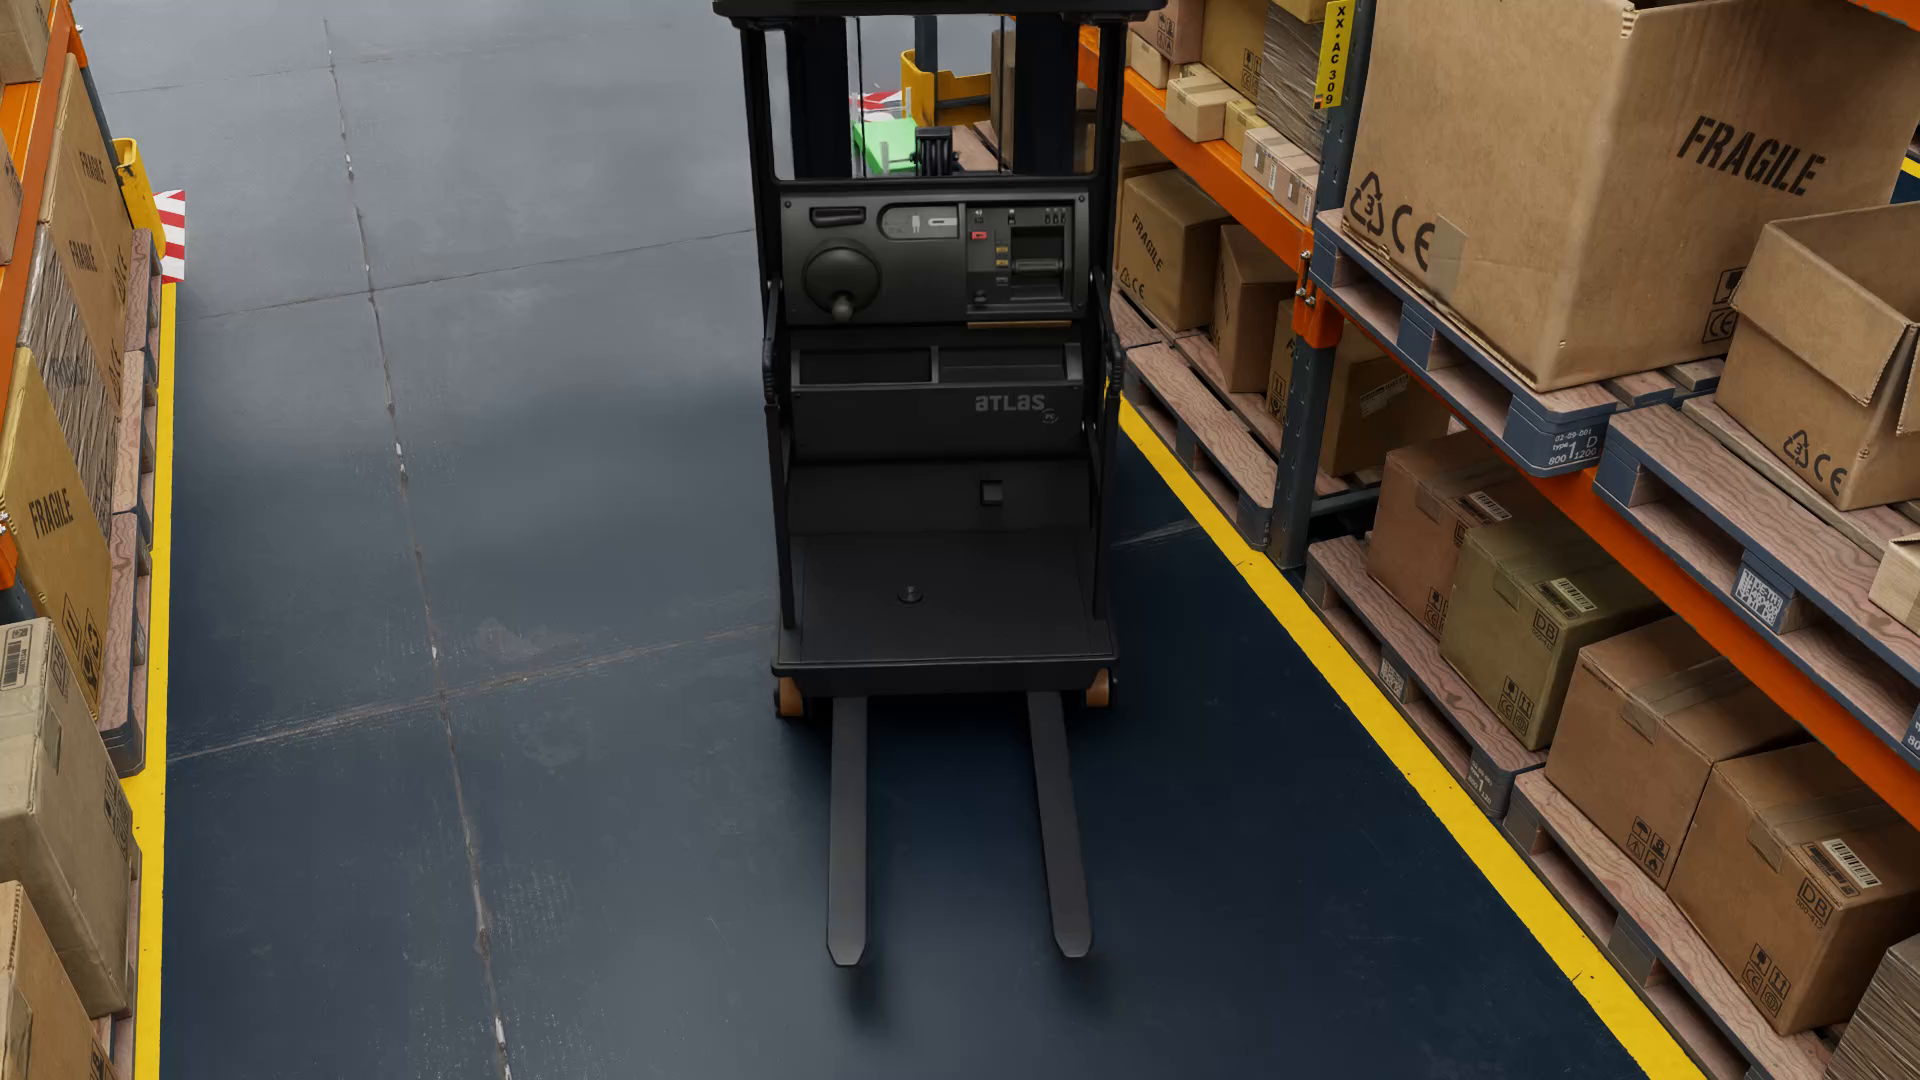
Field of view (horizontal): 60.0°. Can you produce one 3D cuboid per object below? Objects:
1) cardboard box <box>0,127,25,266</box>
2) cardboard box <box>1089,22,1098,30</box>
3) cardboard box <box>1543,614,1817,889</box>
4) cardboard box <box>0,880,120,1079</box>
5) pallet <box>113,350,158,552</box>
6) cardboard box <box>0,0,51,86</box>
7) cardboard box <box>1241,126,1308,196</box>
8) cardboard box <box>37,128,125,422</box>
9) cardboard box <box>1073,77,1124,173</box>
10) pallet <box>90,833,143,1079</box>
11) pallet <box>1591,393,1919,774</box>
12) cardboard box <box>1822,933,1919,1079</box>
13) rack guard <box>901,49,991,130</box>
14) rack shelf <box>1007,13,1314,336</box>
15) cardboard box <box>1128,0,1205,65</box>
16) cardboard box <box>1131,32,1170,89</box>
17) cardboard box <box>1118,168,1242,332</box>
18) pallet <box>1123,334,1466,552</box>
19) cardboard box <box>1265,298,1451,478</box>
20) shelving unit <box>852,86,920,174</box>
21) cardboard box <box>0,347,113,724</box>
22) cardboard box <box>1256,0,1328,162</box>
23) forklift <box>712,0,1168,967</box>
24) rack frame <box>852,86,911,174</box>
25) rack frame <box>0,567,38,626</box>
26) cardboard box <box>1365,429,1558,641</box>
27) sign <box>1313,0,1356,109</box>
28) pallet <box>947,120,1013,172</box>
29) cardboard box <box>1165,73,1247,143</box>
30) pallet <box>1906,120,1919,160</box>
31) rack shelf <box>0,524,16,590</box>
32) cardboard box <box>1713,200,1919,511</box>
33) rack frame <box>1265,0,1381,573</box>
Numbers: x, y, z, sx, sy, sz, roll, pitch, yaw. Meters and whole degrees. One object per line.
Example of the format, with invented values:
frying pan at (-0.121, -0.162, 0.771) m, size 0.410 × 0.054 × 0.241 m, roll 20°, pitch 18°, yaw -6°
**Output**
cardboard box at (-3.491, -1.149, 5.157) m, size 0.875 × 0.550 × 0.550 m, roll -12°, pitch 39°, yaw -16°
cardboard box at (0.759, -2.185, 6.866) m, size 0.380 × 0.149 × 0.250 m, roll -12°, pitch 39°, yaw -16°
cardboard box at (2.156, 0.546, 4.744) m, size 0.700 × 0.500 × 0.500 m, roll -16°, pitch 40°, yaw -20°
cardboard box at (-2.440, 1.361, 3.470) m, size 1.050 × 0.750 × 0.750 m, roll -12°, pitch 39°, yaw -16°
pallet at (-3.678, -0.270, 6.433) m, size 1.003 × 0.211 × 1.213 m, roll -12°, pitch 39°, yaw -16°
cardboard box at (-4.063, -2.061, 6.368) m, size 0.875 × 0.550 × 0.550 m, roll -12°, pitch 39°, yaw -16°
cardboard box at (1.198, -1.321, 5.719) m, size 0.380 × 0.149 × 0.250 m, roll -12°, pitch 39°, yaw -16°
cardboard box at (-3.843, -0.960, 6.448) m, size 0.875 × 0.875 × 0.875 m, roll -13°, pitch 39°, yaw -17°
cardboard box at (0.686, -1.959, 8.087) m, size 0.500 × 0.500 × 0.500 m, roll -3°, pitch 37°, yaw -4°
pallet at (-2.730, 1.287, 4.366) m, size 1.003 × 0.211 × 1.213 m, roll -12°, pitch 39°, yaw -16°
pallet at (2.282, 0.009, 3.904) m, size 1.003 × 0.211 × 1.213 m, roll -12°, pitch 39°, yaw -16°
cardboard box at (2.549, 1.180, 3.902) m, size 0.700 × 0.500 × 0.500 m, roll -16°, pitch 40°, yaw -20°
rack guard at (0.275, -2.435, 9.068) m, size 1.175 × 0.500 × 0.348 m, roll -12°, pitch 39°, yaw -16°
rack shelf at (0.937, -2.060, 7.089) m, size 1.077 × 0.370 × 4.000 m, roll -12°, pitch 39°, yaw -16°
cardboard box at (1.123, -2.194, 6.340) m, size 0.875 × 0.500 × 0.500 m, roll -12°, pitch 39°, yaw -16°
cardboard box at (0.892, -1.894, 6.480) m, size 0.380 × 0.149 × 0.250 m, roll -12°, pitch 39°, yaw -16°
cardboard box at (1.033, -1.277, 7.181) m, size 0.500 × 0.500 × 0.500 m, roll -16°, pitch 40°, yaw -20°
pallet at (1.361, -0.475, 6.706) m, size 1.003 × 0.211 × 1.213 m, roll -12°, pitch 39°, yaw -16°
cardboard box at (1.525, -0.621, 6.310) m, size 0.500 × 0.500 × 0.500 m, roll -14°, pitch 39°, yaw -17°
shelving unit at (-0.245, -1.179, 6.818) m, size 0.258 × 1.200 × 0.503 m, roll -10°, pitch 38°, yaw -13°
cardboard box at (-3.217, 0.064, 5.089) m, size 0.875 × 0.875 × 0.875 m, roll -12°, pitch 39°, yaw -15°
cardboard box at (1.528, -1.643, 5.608) m, size 0.875 × 0.500 × 0.500 m, roll -12°, pitch 39°, yaw -16°
forklift at (-0.062, -0.788, 4.861) m, size 1.130 × 2.935 × 3.031 m, roll -2°, pitch 37°, yaw -2°
rack frame at (-0.314, -1.320, 7.005) m, size 0.240 × 1.200 × 0.015 m, roll -10°, pitch 38°, yaw -13°
rack frame at (-3.067, -0.247, 4.085) m, size 1.000 × 3.000 × 0.127 m, roll -12°, pitch 39°, yaw -16°
cardboard box at (1.816, -0.043, 5.526) m, size 0.700 × 0.500 × 0.500 m, roll -15°, pitch 40°, yaw -19°
sign at (1.118, -1.446, 4.957) m, size 0.100 × 0.325 × 0.005 m, roll -12°, pitch 39°, yaw -16°
pallet at (0.521, -1.854, 8.536) m, size 1.003 × 0.211 × 1.213 m, roll -12°, pitch 39°, yaw -16°
cardboard box at (0.978, -1.592, 6.080) m, size 0.380 × 0.149 × 0.250 m, roll -12°, pitch 39°, yaw -16°
pallet at (5.660, -2.207, 9.005) m, size 1.003 × 0.211 × 1.213 m, roll -12°, pitch 39°, yaw -16°
rack shelf at (-2.378, 1.170, 2.802) m, size 1.077 × 0.370 × 4.000 m, roll -12°, pitch 39°, yaw -16°
cardboard box at (2.308, -0.466, 3.941) m, size 0.797 × 0.503 × 0.637 m, roll -9°, pitch 38°, yaw -11°
rack frame at (1.625, -1.217, 5.373) m, size 1.000 × 3.000 × 0.127 m, roll -12°, pitch 39°, yaw -16°
